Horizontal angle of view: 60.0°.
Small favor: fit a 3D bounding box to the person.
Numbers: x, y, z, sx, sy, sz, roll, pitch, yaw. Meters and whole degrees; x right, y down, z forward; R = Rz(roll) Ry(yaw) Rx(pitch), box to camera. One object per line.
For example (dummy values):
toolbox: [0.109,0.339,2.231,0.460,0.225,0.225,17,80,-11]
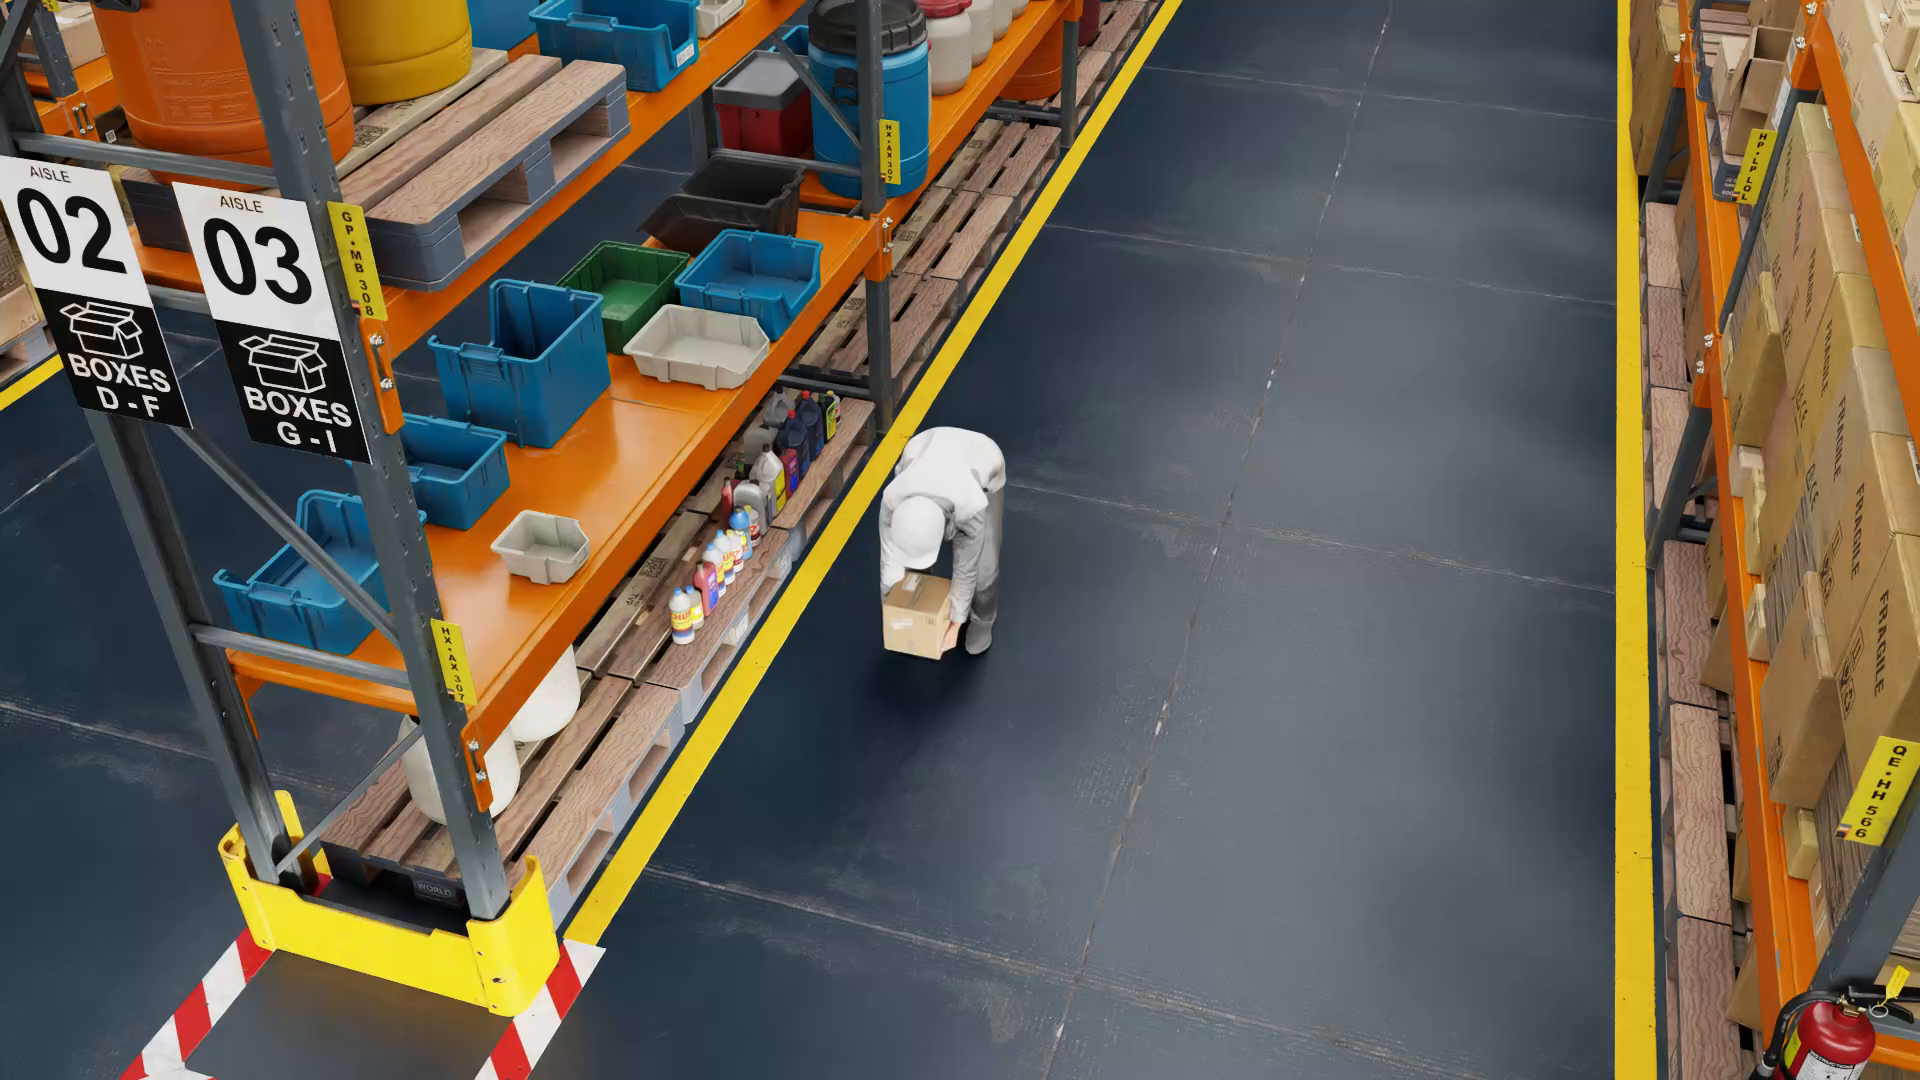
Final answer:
person: [-0.088,0.088,7.287,0.496,1.132,0.992,9,38,12]
